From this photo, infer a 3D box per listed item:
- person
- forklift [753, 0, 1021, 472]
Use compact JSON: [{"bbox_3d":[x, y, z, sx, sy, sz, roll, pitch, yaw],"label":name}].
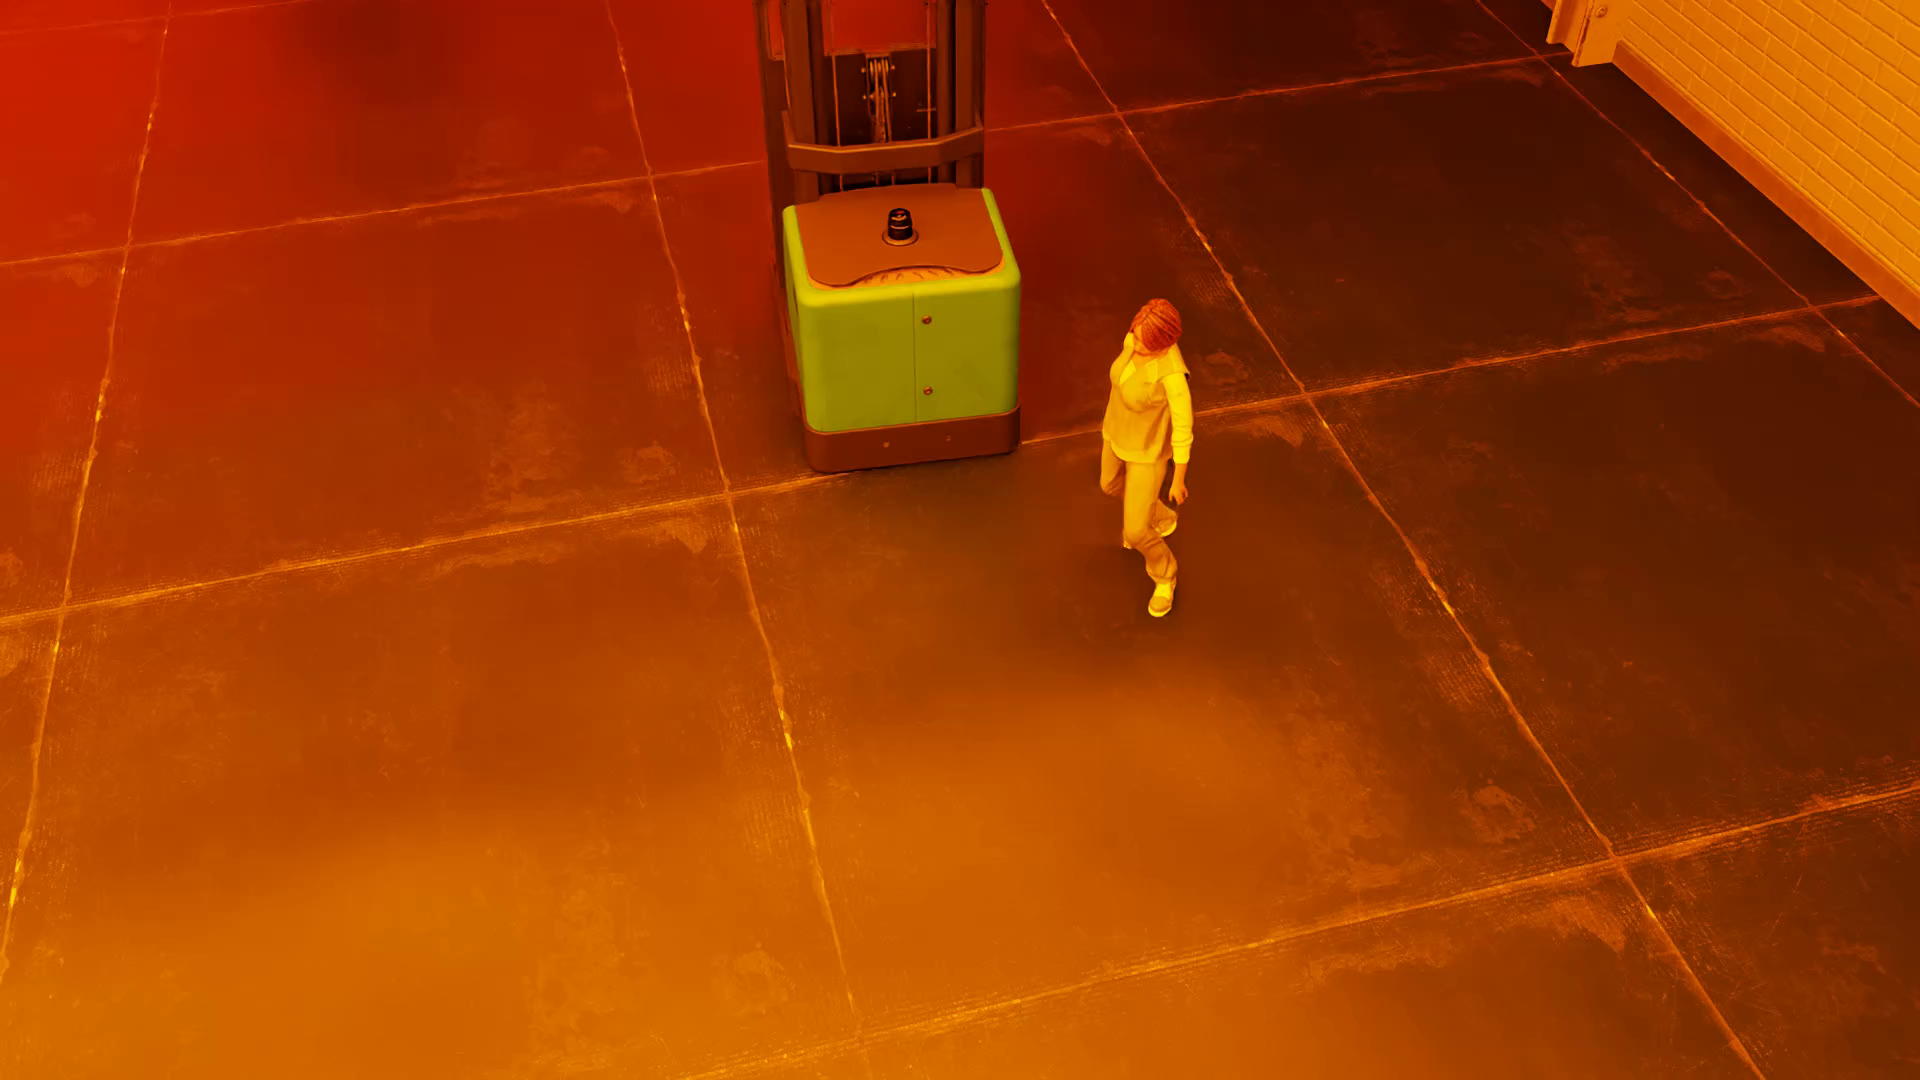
[{"bbox_3d":[0.840,-0.453,7.169,0.440,1.553,0.747,-14,45,-14],"label":"person"},{"bbox_3d":[-0.464,-2.414,8.199,1.130,2.935,3.031,-7,44,-7],"label":"forklift"}]
